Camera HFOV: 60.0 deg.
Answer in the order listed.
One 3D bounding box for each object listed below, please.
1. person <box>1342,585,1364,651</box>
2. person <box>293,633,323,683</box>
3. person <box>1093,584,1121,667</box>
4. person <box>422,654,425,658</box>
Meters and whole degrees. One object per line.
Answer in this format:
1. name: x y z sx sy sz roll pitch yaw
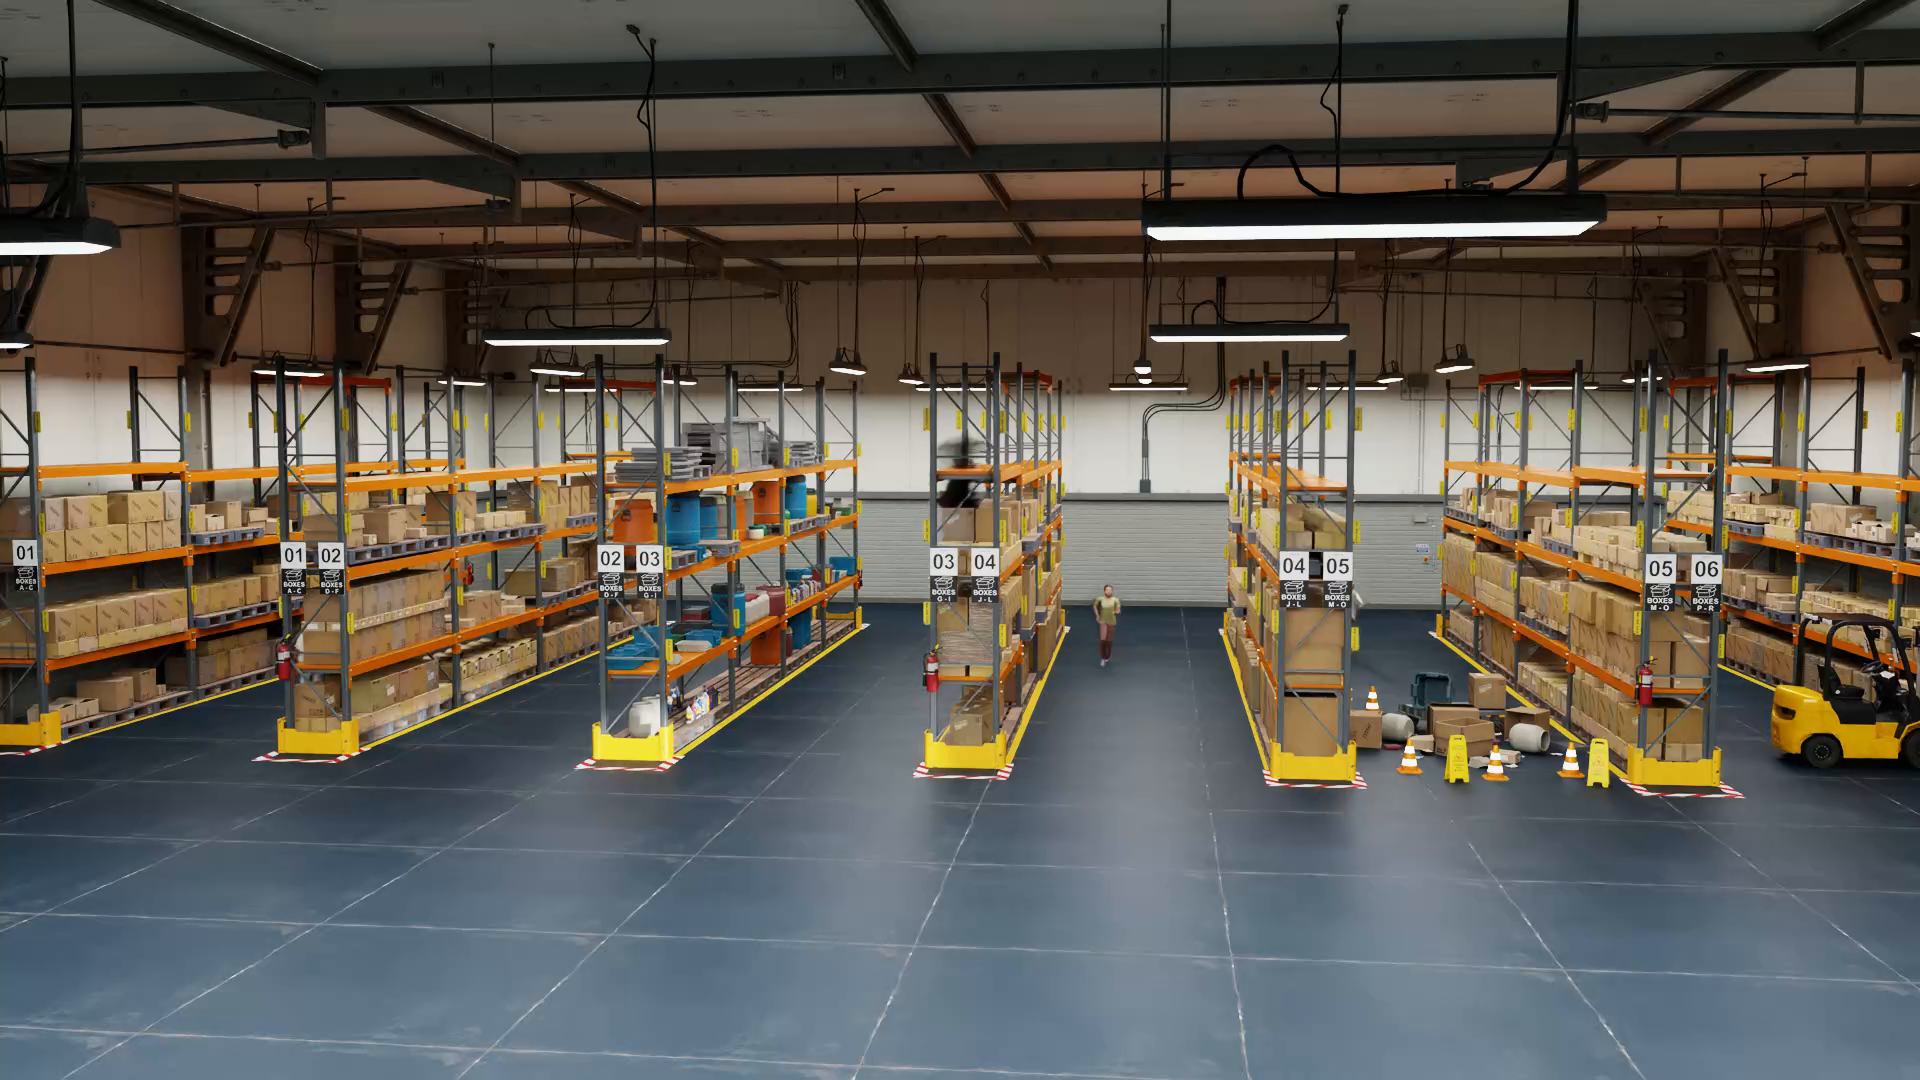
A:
1. person: 8.403 1.672 35.927 0.545 1.552 0.857 0 4 -3
2. person: -10.842 2.150 27.831 0.722 1.757 0.835 0 4 0
3. person: 3.035 1.760 34.211 0.555 1.697 0.700 0 4 -1
4. person: -10.721 1.852 32.757 0.553 1.749 0.799 1 4 9
